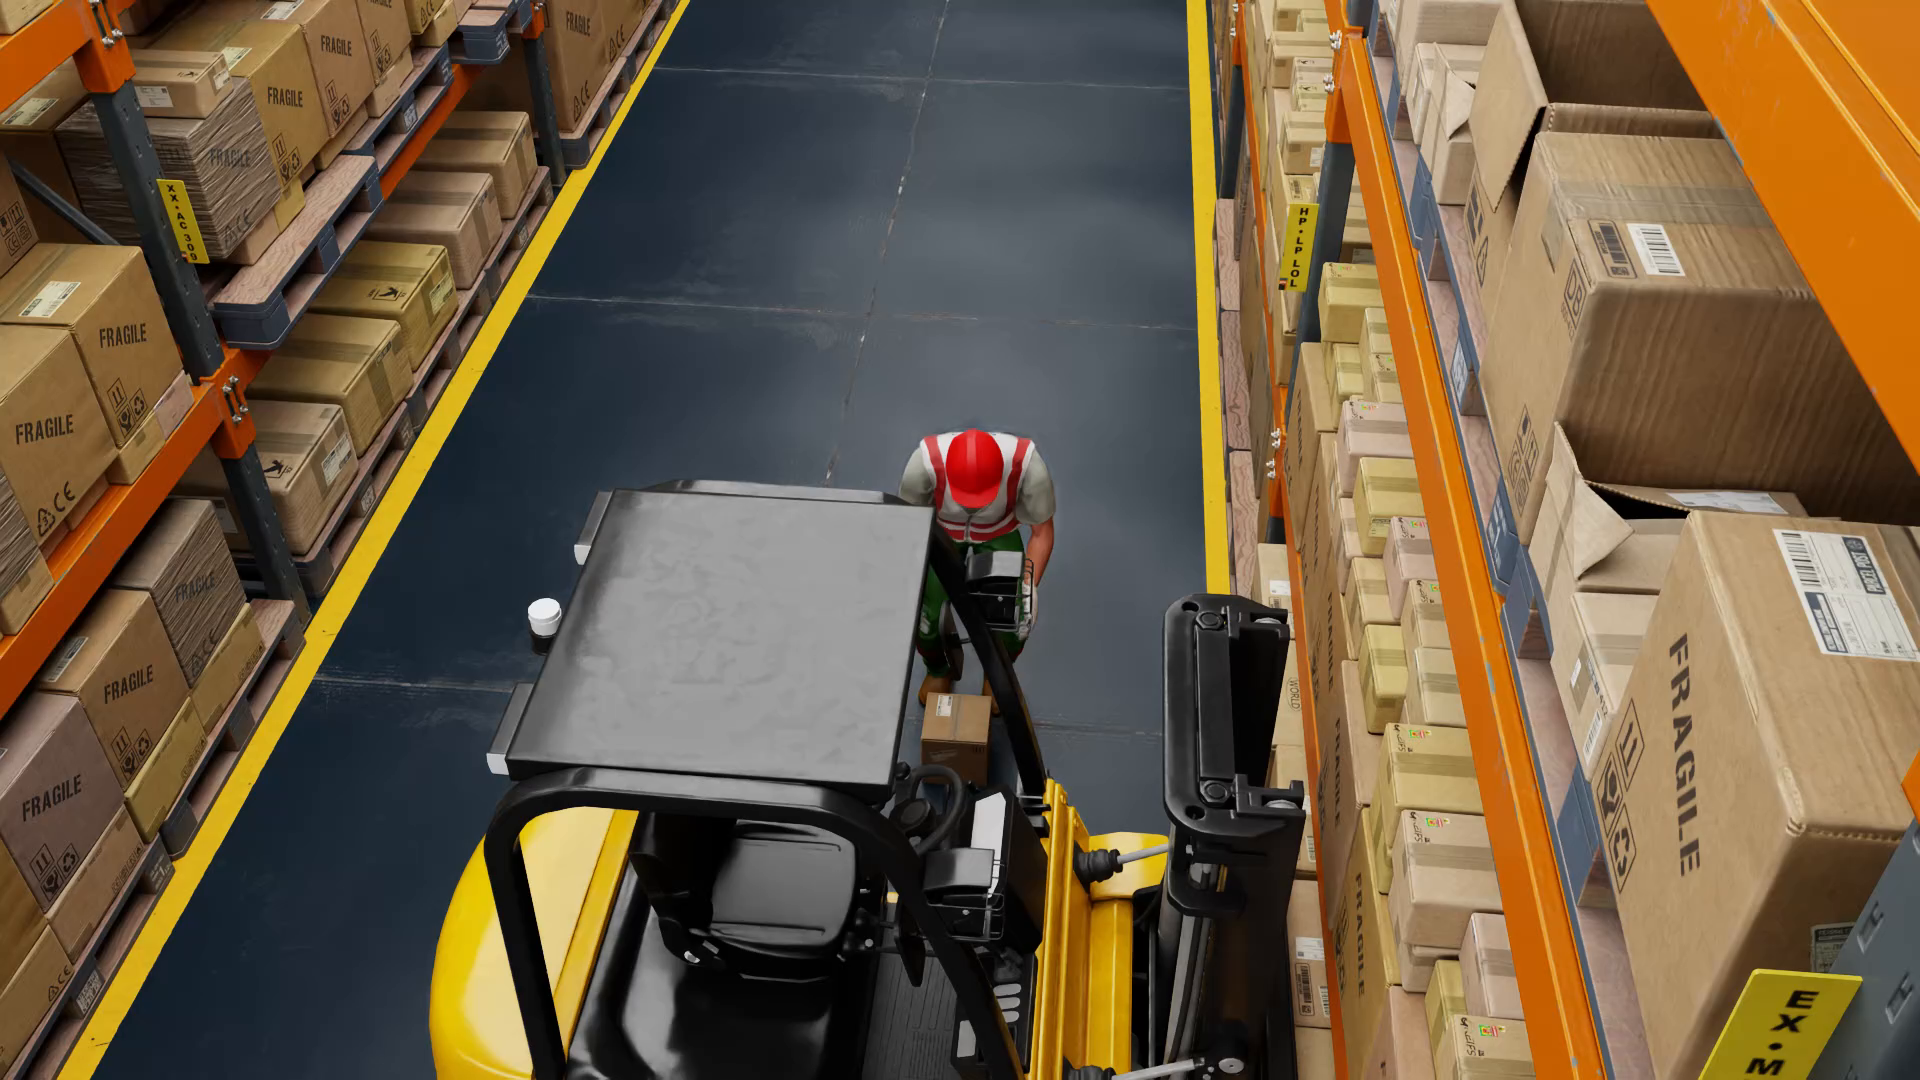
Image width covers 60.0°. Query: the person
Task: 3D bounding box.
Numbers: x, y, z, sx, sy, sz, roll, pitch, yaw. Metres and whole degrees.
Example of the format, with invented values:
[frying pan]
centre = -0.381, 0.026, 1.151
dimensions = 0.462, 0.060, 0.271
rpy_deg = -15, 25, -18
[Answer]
[person]
centre = 0.066, 0.063, 6.310
dimensions = 0.582, 1.471, 0.731
rpy_deg = 3, 40, 4
